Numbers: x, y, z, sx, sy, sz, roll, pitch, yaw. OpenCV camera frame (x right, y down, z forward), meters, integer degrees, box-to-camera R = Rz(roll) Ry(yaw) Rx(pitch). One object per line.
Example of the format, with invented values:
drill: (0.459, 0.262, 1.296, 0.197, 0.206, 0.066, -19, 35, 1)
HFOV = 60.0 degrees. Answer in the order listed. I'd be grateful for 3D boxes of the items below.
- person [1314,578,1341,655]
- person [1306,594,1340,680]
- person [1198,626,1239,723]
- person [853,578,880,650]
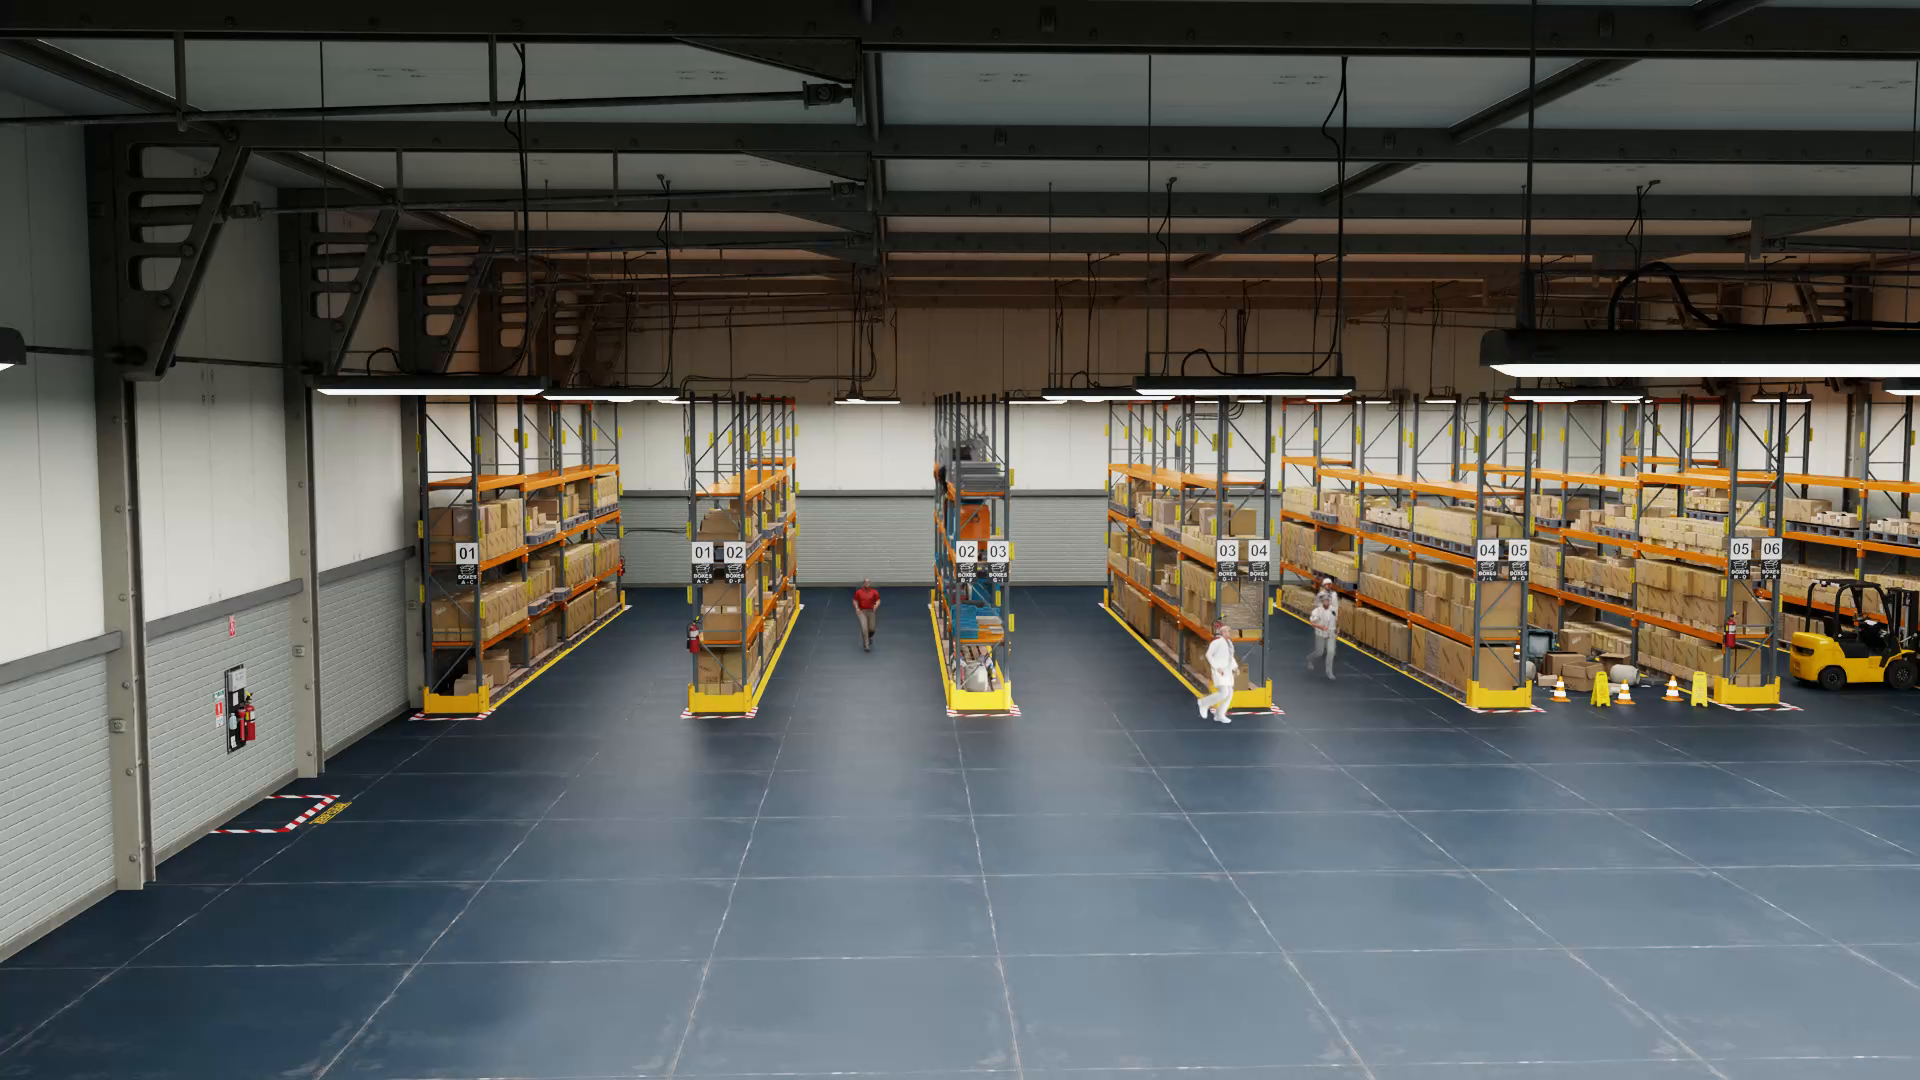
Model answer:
person: (8.553, 1.757, 38.597, 0.676, 1.741, 0.971, 0, 5, -5)
person: (7.738, 2.018, 35.336, 0.672, 1.793, 0.925, -1, 5, -12)
person: (4.774, 2.428, 30.398, 0.656, 1.728, 0.737, 4, 6, 38)
person: (-2.203, 1.742, 39.242, 0.656, 1.675, 0.664, 0, 5, -6)
